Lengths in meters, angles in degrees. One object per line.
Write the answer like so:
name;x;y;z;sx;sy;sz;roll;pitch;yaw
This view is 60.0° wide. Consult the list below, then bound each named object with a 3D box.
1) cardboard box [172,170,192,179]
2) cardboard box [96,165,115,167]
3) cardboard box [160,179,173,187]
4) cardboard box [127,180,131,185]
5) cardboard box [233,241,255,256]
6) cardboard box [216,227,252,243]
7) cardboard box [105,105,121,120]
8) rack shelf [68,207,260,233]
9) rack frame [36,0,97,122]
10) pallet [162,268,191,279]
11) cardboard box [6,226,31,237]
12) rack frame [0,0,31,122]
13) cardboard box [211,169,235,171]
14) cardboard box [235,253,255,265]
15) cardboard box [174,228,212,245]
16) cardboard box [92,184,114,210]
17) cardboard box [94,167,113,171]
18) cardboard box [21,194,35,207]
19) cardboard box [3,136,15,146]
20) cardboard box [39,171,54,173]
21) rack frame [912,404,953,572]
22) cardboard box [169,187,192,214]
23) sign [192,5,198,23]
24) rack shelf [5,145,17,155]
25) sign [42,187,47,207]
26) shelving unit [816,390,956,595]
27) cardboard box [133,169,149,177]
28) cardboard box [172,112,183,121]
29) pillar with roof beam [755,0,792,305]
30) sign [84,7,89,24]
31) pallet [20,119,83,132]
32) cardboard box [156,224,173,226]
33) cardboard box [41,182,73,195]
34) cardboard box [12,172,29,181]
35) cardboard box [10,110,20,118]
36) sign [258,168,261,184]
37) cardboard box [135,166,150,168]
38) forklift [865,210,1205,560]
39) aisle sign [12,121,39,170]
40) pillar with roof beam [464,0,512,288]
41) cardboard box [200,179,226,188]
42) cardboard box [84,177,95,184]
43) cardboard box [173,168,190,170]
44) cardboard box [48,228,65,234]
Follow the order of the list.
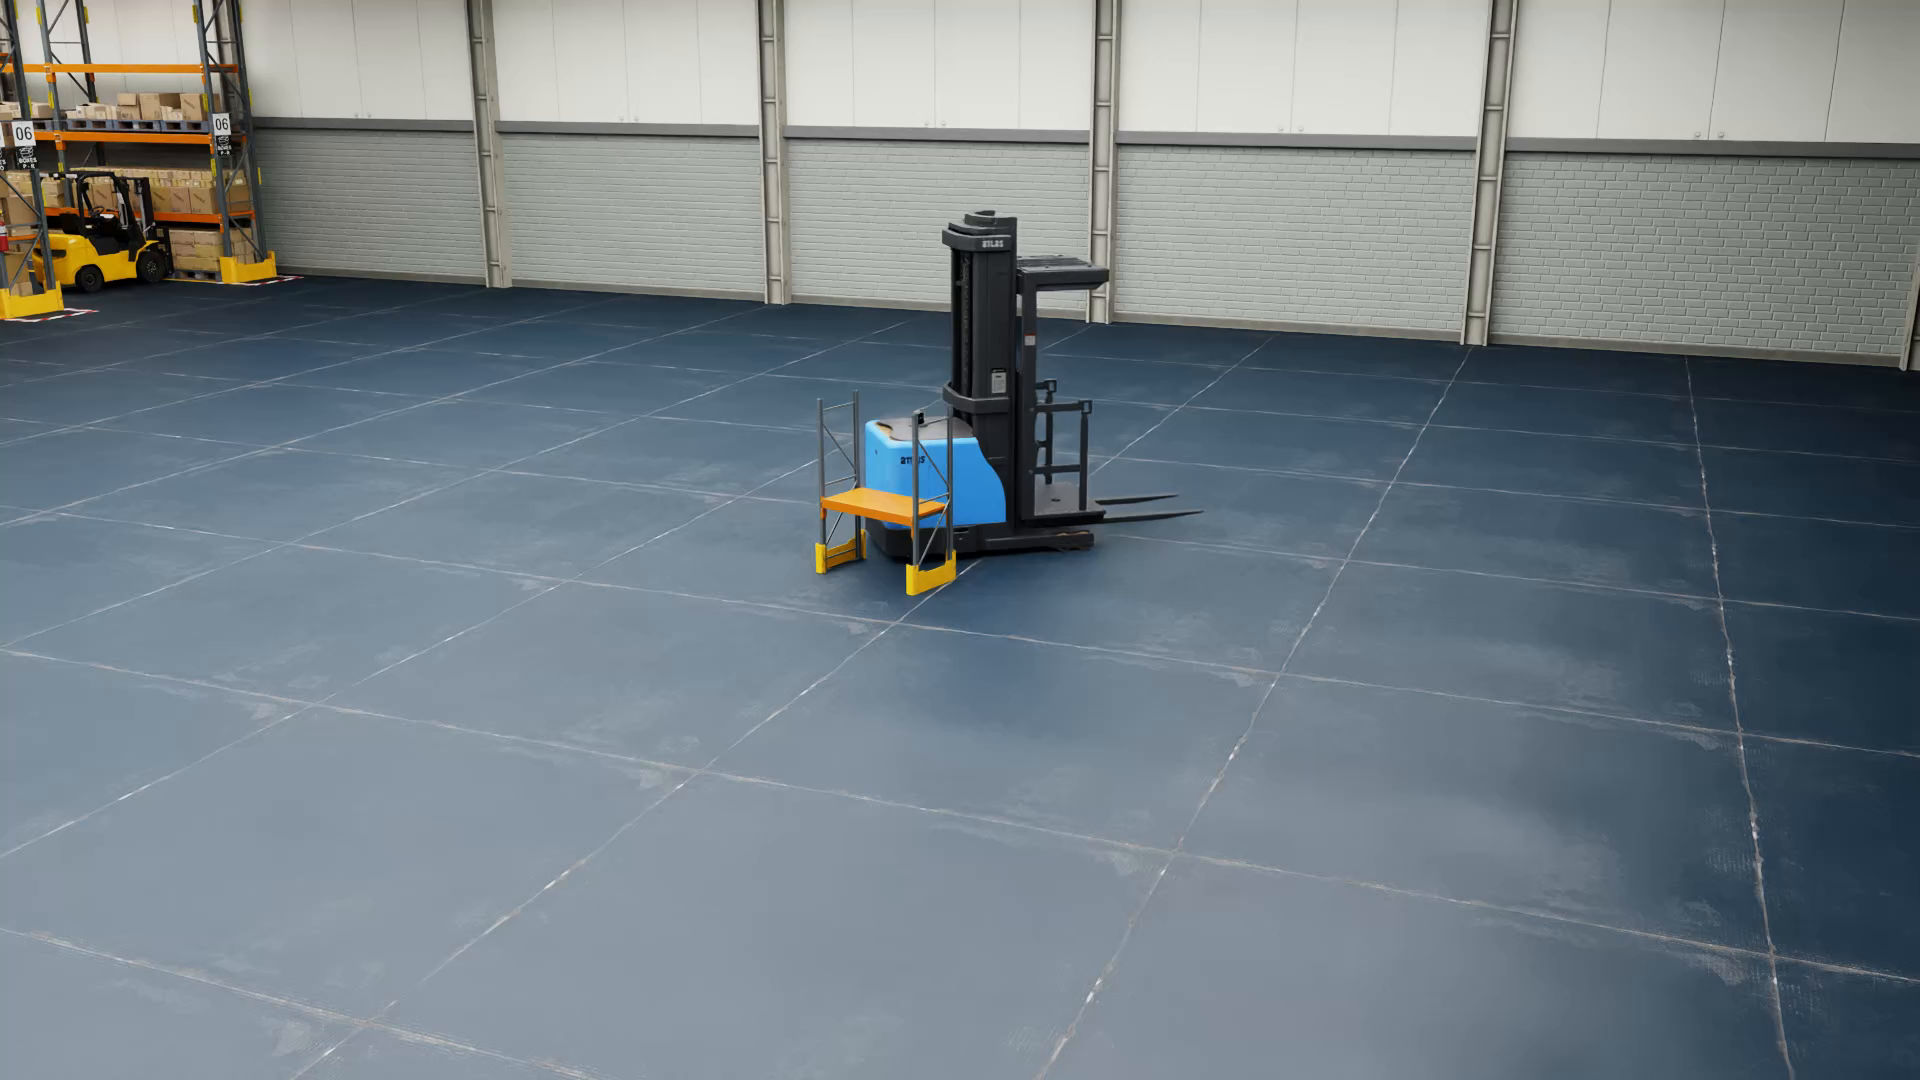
cardboard box;-15.209;-7.176;32.637;0.250;0.149;0.380;6;17;21
cardboard box;-17.413;-7.568;33.984;0.250;0.149;0.380;6;17;21
cardboard box;-15.485;-7.037;32.690;0.250;0.149;0.380;6;17;19
cardboard box;-16.440;-7.140;33.044;0.250;0.149;0.380;6;17;19
cardboard box;-14.461;-5.834;33.170;0.500;0.250;0.500;7;17;22
cardboard box;-14.477;-6.070;33.087;0.500;0.250;0.500;6;17;20
cardboard box;-16.551;-8.415;32.707;0.258;0.266;0.396;6;17;19
rack shelf;-15.960;-6.469;33.368;4.000;0.370;1.077;6;17;21
rack frame;-17.821;-9.901;33.136;0.127;3.000;1.000;6;17;21
pallet;-15.957;-5.464;33.616;1.213;0.211;1.003;6;17;21
cardboard box;-16.157;-5.290;28.467;0.250;0.149;0.380;6;17;21
rack frame;-15.917;-8.204;27.291;0.127;3.000;1.000;6;17;21
cardboard box;-14.558;-7.246;32.876;0.250;0.149;0.380;7;18;23
cardboard box;-14.485;-5.592;33.236;0.500;0.250;0.500;6;17;21
cardboard box;-15.120;-5.989;32.807;0.500;0.250;0.500;7;17;22
cardboard box;-17.013;-6.905;33.401;0.500;0.500;0.500;7;17;22
cardboard box;-17.116;-7.385;33.356;0.250;0.149;0.380;6;17;20
cardboard box;-18.855;-6.981;34.110;0.500;0.250;0.500;6;17;20
cardboard box;-16.107;-6.761;28.151;0.250;0.149;0.380;6;17;21
cardboard box;-18.999;-7.590;34.596;0.250;0.149;0.380;6;17;21
rack frame;-0.220;-0.333;13.629;0.032;1.500;0.500;12;20;36
cardboard box;-15.133;-6.696;32.679;0.500;0.500;0.500;7;18;22
sign;-14.312;-9.839;31.106;0.005;0.325;0.100;6;17;21
rack shelf;-17.778;-6.622;28.514;4.000;0.370;1.077;6;17;21
sign;-15.718;-5.879;28.492;0.005;0.325;0.100;6;17;21
shelving unit;-0.632;-0.420;13.930;1.083;1.500;0.587;12;20;36
cardboard box;-16.167;-7.280;32.995;0.250;0.149;0.380;6;17;21
cardboard box;-14.982;-8.186;32.128;0.250;0.149;0.380;6;17;19
pillar with roof beam;-4.833;-7.452;24.703;0.400;9.000;9.100;6;17;21
sign;-17.594;-10.567;33.471;0.005;0.325;0.100;6;17;21
pallet;-18.646;-8.455;33.881;1.217;0.209;0.805;6;17;18
cardboard box;-16.349;-6.278;33.802;0.500;0.250;0.500;6;17;21
cardboard box;-18.371;-7.172;33.869;0.500;0.250;0.500;6;17;19
cardboard box;-19.189;-7.452;34.121;0.250;0.149;0.380;6;17;19
cardboard box;-18.955;-8.623;33.633;0.250;0.149;0.380;6;17;20
sign;-13.890;-7.207;32.925;0.005;0.325;0.100;6;17;21
cardboard box;-16.454;-7.466;33.636;0.250;0.149;0.380;6;17;20
forklift;0.707;-1.440;14.876;3.031;2.935;1.130;-4;17;-14
aisle sign;-15.746;-6.645;28.020;0.004;0.787;0.394;6;17;21
pillar with roof beam;-10.415;-8.066;26.817;0.400;9.000;9.100;6;17;21
cardboard box;-14.525;-6.933;32.331;0.250;0.149;0.380;7;17;21
cardboard box;-17.379;-7.252;33.431;0.250;0.149;0.380;7;17;22
cardboard box;-15.503;-7.363;33.281;0.250;0.149;0.380;6;17;19
cardboard box;-18.310;-6.131;34.419;0.625;0.625;0.875;7;18;23
